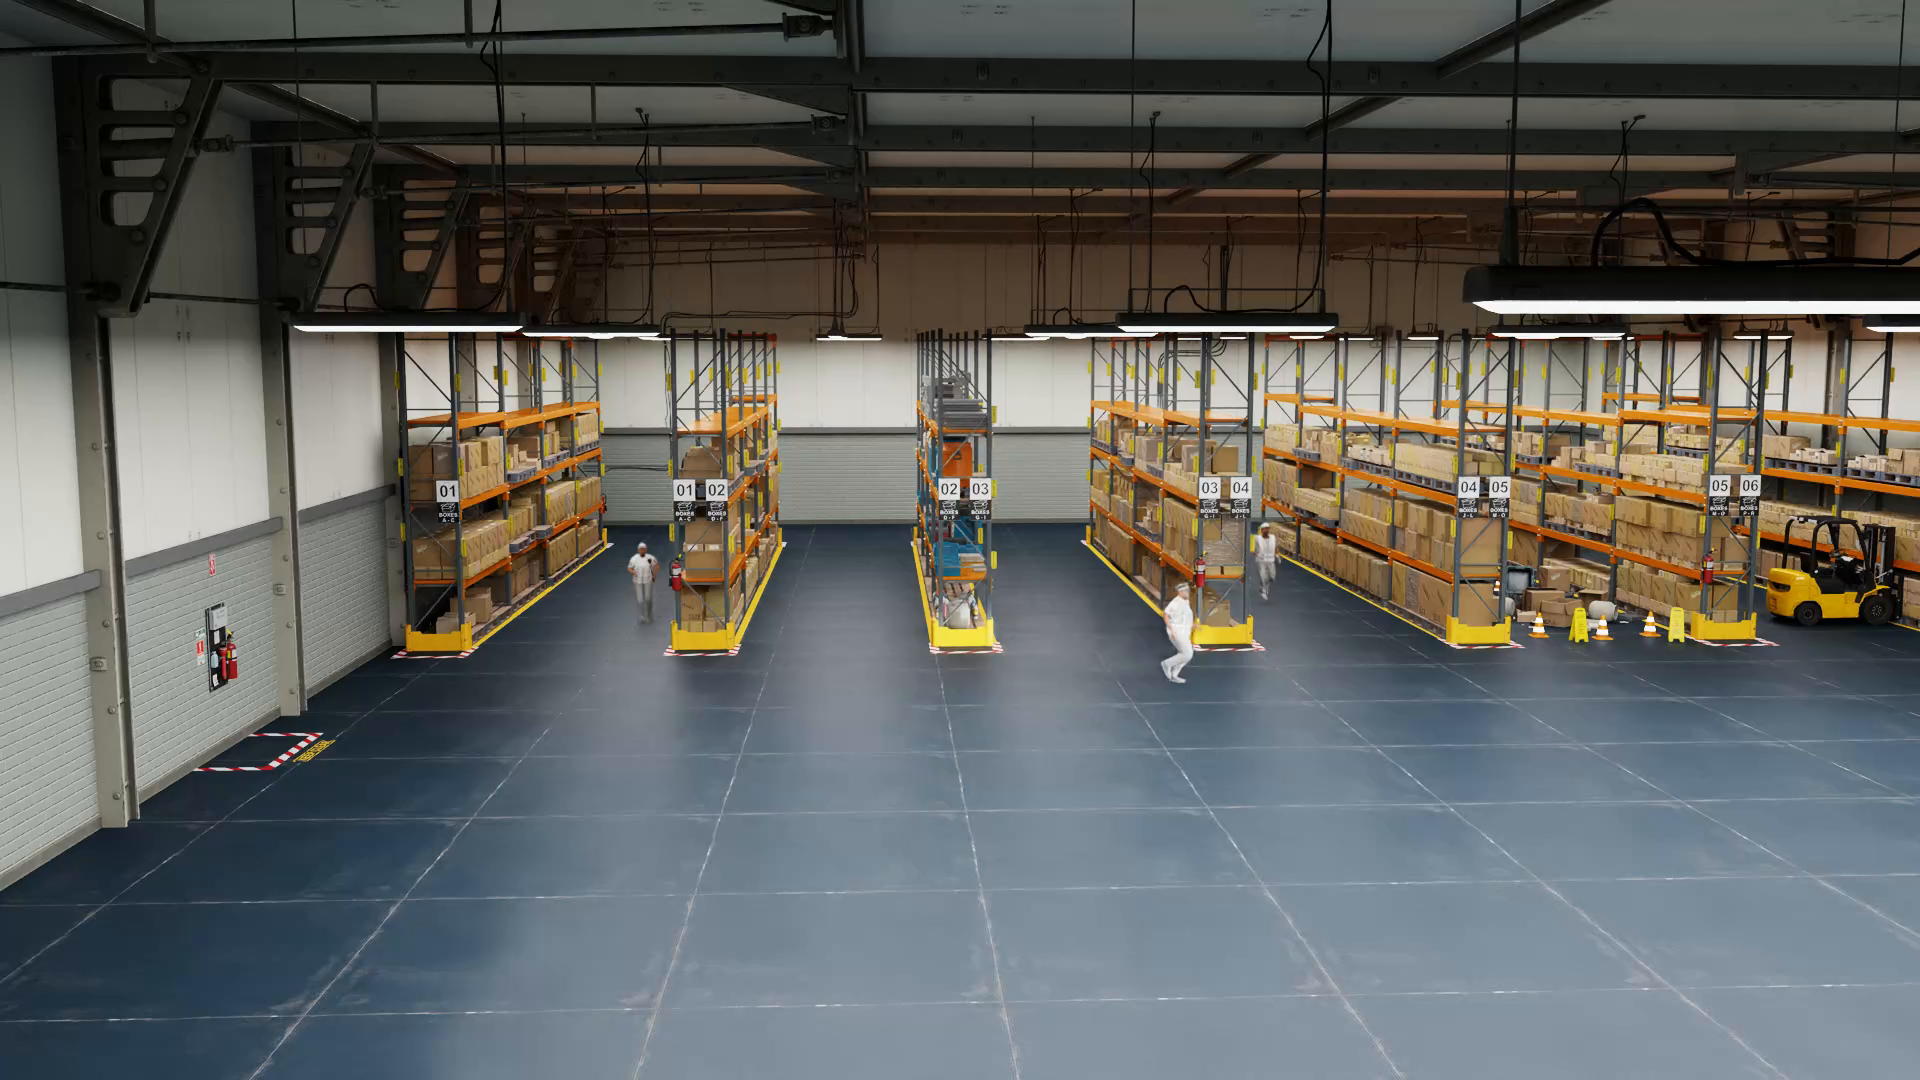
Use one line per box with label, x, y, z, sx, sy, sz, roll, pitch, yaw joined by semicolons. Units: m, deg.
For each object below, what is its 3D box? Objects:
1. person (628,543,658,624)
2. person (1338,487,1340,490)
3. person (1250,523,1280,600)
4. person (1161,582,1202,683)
person;-6.507;0.905;34.107;0.597;1.698;0.695;-1;7;-7
person;10.754;-0.647;47.019;0.545;1.724;0.739;-2;7;-16
person;6.842;0.479;37.263;0.685;1.736;0.597;-1;7;-8
person;3.753;1.563;28.078;0.631;1.726;0.653;4;8;29
